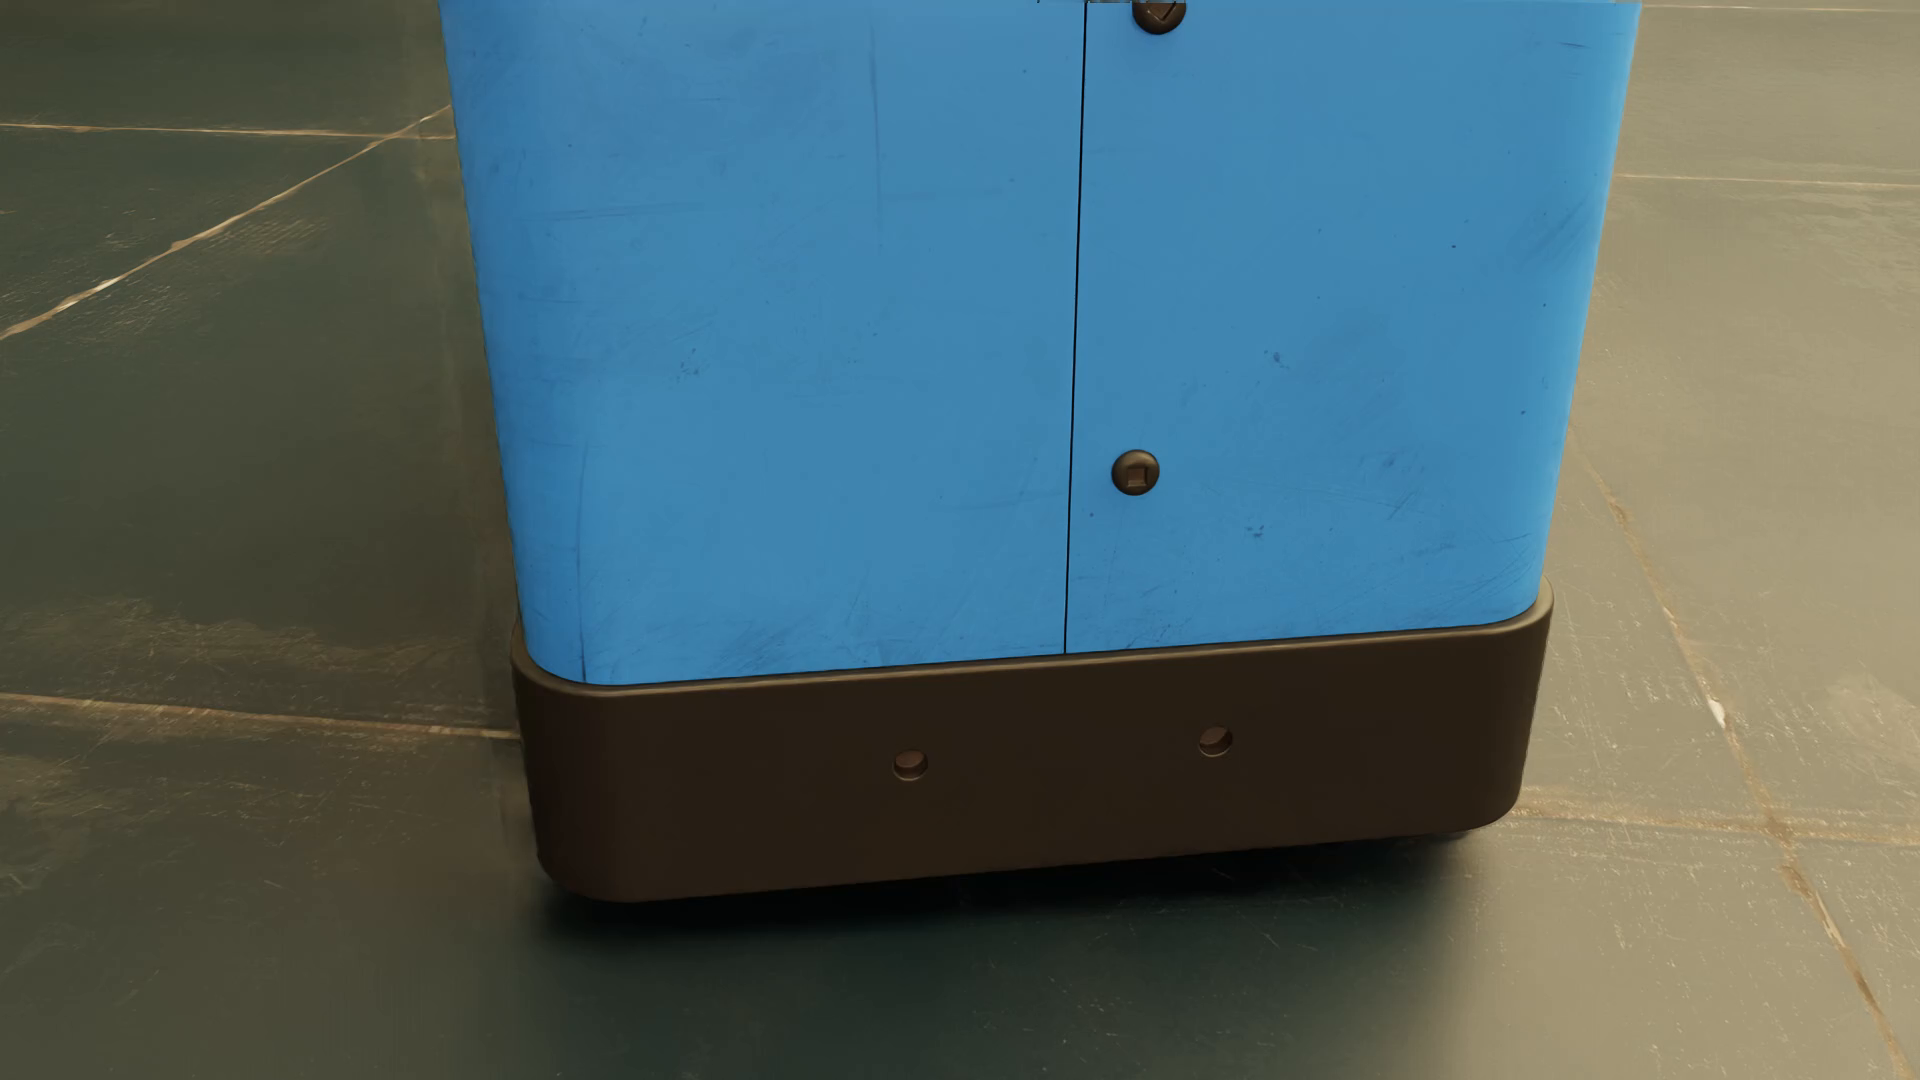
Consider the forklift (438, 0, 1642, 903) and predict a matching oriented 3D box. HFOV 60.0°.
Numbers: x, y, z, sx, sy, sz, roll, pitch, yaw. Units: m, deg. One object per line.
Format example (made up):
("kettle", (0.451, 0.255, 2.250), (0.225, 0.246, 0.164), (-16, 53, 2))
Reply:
("forklift", (-0.105, -1.587, 2.398), (1.130, 2.935, 3.031), (-4, 27, -7))
